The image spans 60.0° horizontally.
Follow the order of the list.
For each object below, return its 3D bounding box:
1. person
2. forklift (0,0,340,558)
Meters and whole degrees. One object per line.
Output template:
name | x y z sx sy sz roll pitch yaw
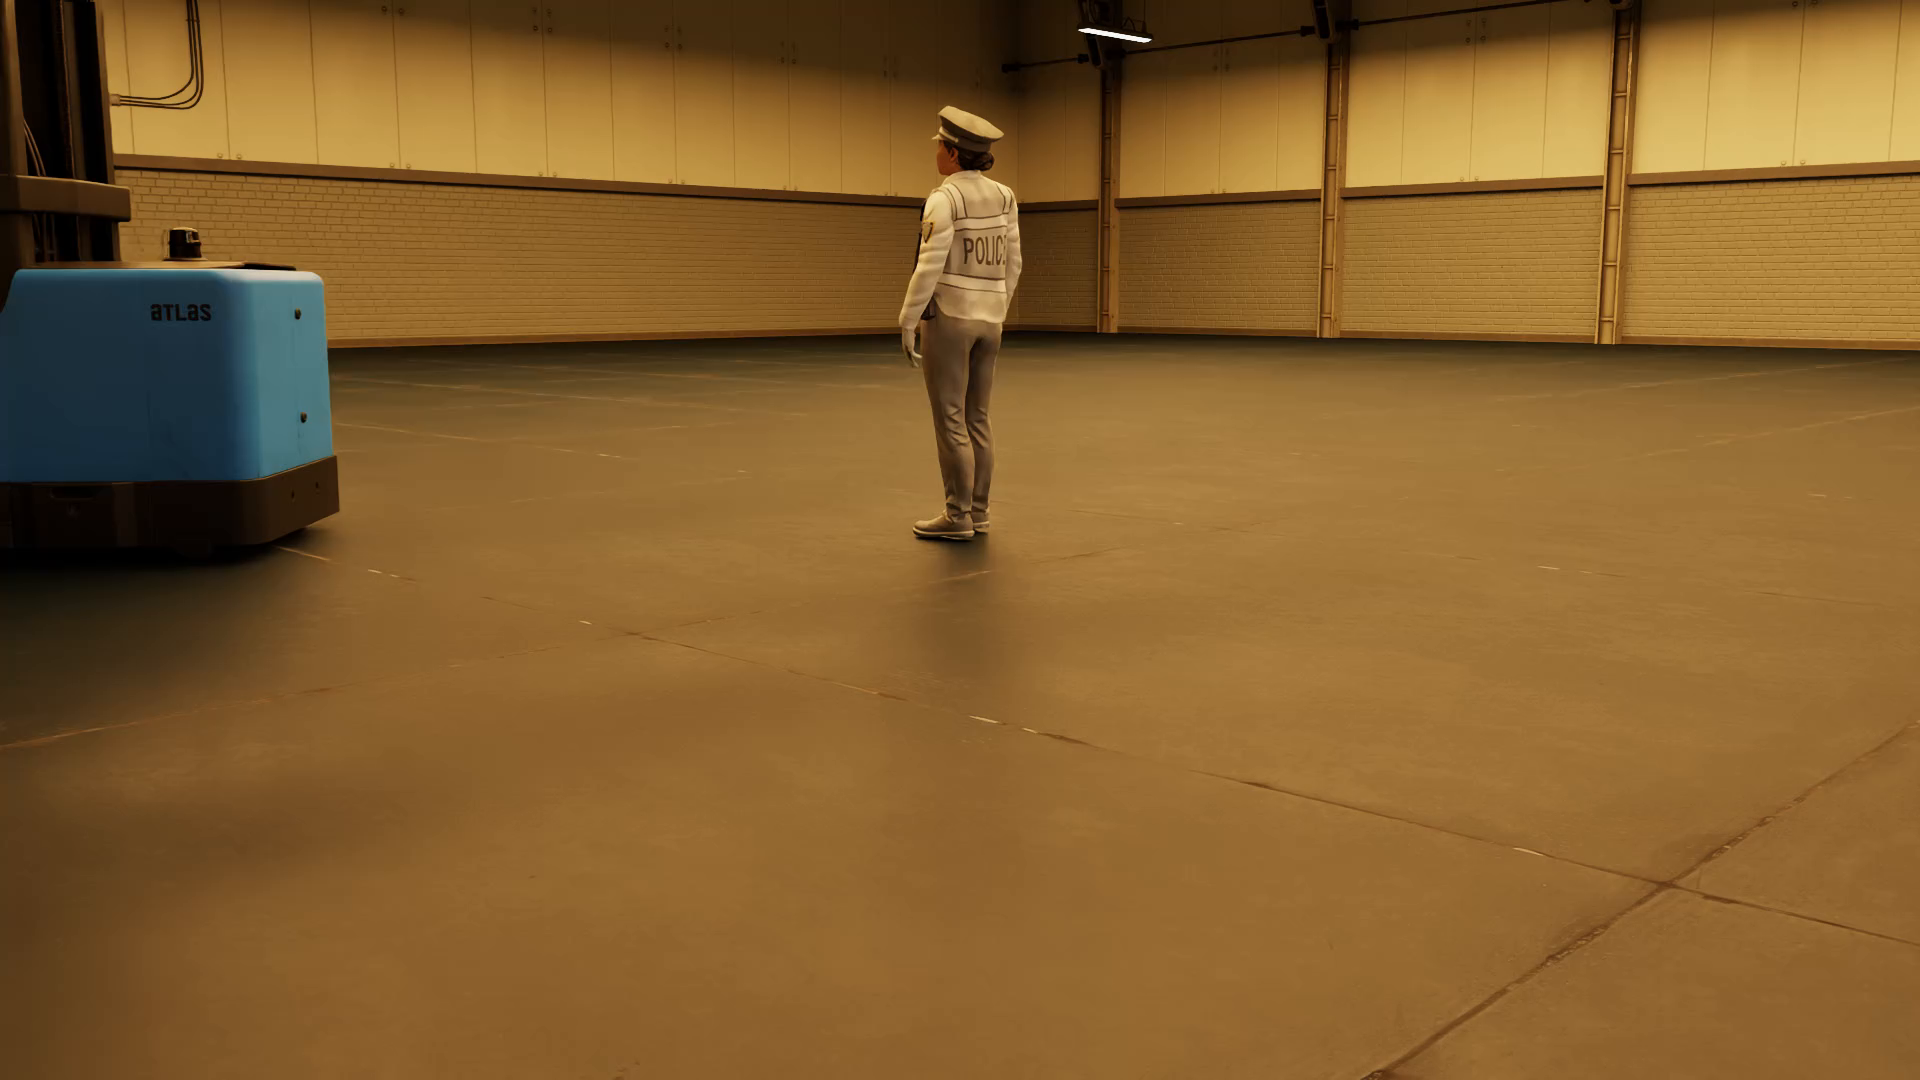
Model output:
person | -0.044 -0.853 6.641 0.534 1.696 0.587 8 12 43
forklift | -4.107 -1.420 6.302 3.031 2.935 1.130 -1 9 -4
